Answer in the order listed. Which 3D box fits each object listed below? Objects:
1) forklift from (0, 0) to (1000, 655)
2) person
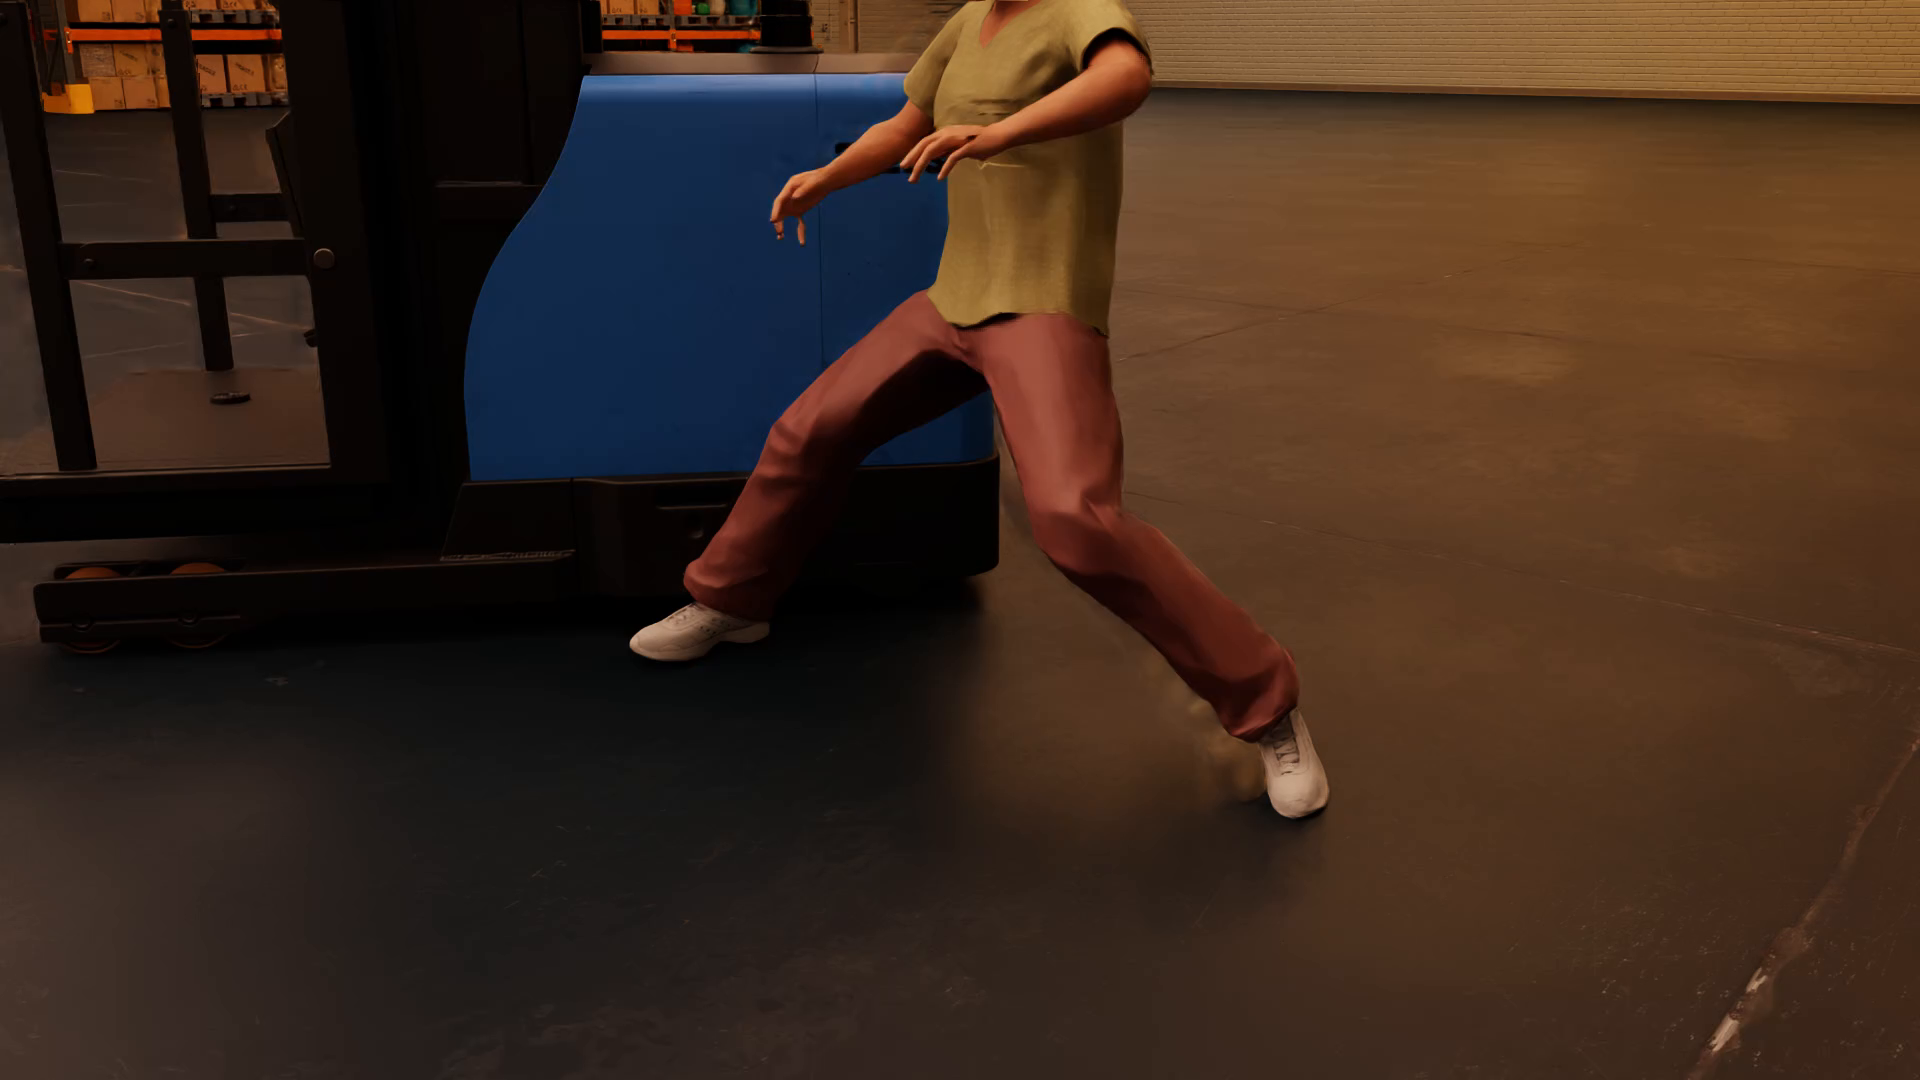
[{"bbox_3d":[-1.479,-1.345,3.328,3.031,2.935,1.130,-3,17,-8],"label":"forklift"},{"bbox_3d":[-0.010,-0.382,2.695,0.825,1.486,1.213,-9,19,-28],"label":"person"}]
